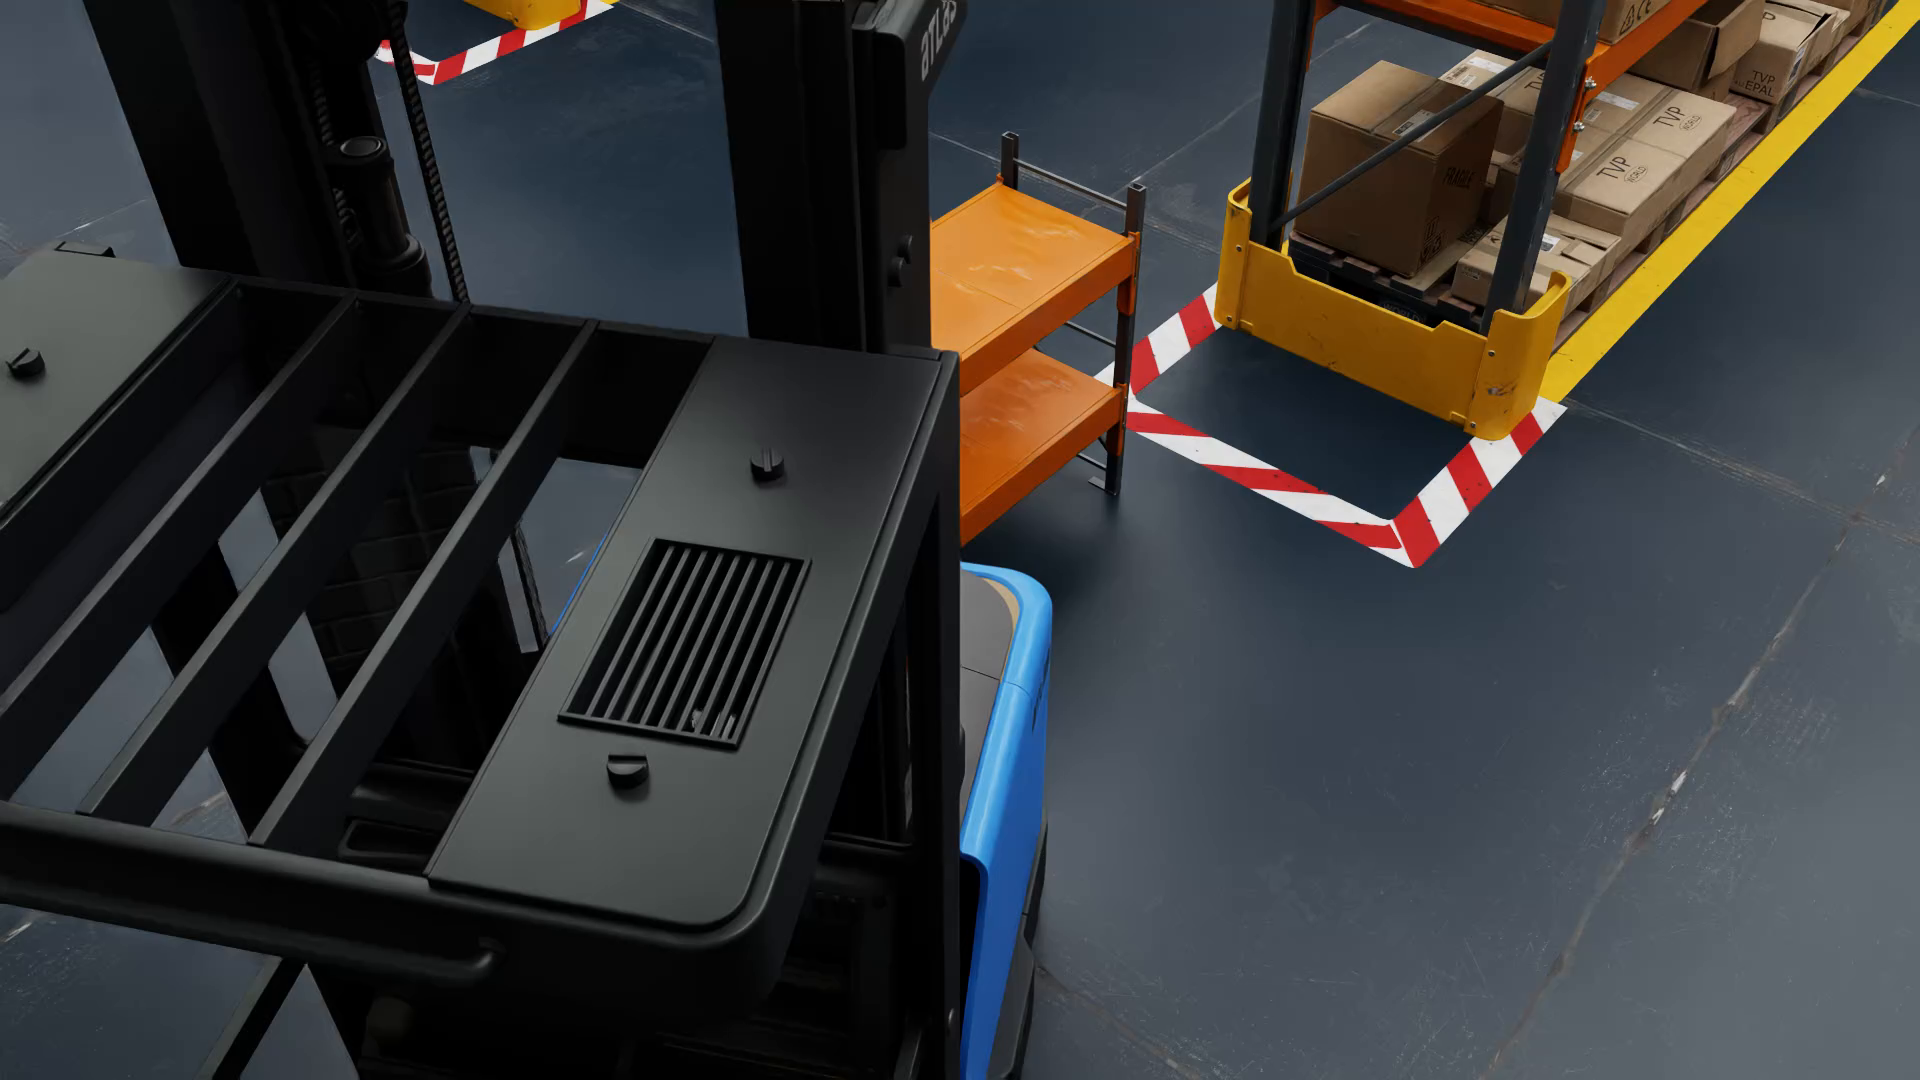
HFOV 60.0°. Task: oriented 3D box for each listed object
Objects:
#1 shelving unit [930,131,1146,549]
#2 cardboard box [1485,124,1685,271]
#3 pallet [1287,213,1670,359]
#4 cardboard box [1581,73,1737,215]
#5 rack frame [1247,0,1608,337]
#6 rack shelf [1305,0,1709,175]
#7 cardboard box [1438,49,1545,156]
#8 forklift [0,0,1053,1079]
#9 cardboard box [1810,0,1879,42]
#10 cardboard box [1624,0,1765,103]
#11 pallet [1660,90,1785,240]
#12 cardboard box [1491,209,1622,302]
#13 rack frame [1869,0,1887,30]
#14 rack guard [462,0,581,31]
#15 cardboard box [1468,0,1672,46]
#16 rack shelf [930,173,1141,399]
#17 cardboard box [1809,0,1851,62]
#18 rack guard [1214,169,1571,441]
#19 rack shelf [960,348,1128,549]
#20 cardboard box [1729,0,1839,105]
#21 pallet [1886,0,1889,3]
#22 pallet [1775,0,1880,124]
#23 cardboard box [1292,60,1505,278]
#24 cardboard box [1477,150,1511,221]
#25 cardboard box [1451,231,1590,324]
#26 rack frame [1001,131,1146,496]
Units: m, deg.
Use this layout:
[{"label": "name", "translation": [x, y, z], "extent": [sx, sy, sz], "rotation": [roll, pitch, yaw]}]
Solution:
[{"label": "shelving unit", "translation": [-0.004, -0.413, 4.868], "extent": [0.538, 1.125, 1.048], "rotation": [29, 50, 28]}, {"label": "cardboard box", "translation": [2.311, -1.289, 6.154], "extent": [0.500, 0.250, 0.500], "rotation": [29, 50, 28]}, {"label": "pallet", "translation": [1.983, -1.147, 6.355], "extent": [1.003, 0.211, 1.213], "rotation": [29, 50, 28]}, {"label": "cardboard box", "translation": [2.632, -1.546, 6.437], "extent": [0.500, 0.250, 0.500], "rotation": [29, 50, 28]}, {"label": "rack frame", "translation": [1.422, -1.729, 4.921], "extent": [1.000, 3.000, 0.127], "rotation": [29, 50, 28]}, {"label": "rack shelf", "translation": [2.709, -2.492, 6.296], "extent": [1.077, 0.370, 4.000], "rotation": [29, 50, 28]}, {"label": "cardboard box", "translation": [2.217, -1.737, 6.647], "extent": [0.500, 0.250, 0.500], "rotation": [29, 50, 28]}, {"label": "forklift", "translation": [-0.592, 0.685, 2.318], "extent": [1.130, 2.935, 3.031], "rotation": [8, 43, 9]}, {"label": "cardboard box", "translation": [3.846, -2.610, 7.422], "extent": [0.500, 0.500, 0.500], "rotation": [29, 50, 28]}, {"label": "cardboard box", "translation": [2.791, -2.058, 6.812], "extent": [0.797, 0.503, 0.637], "rotation": [29, 50, 28]}, {"label": "pallet", "translation": [2.768, -1.772, 7.042], "extent": [1.003, 0.211, 1.213], "rotation": [29, 50, 28]}, {"label": "cardboard box", "translation": [2.115, -1.039, 5.942], "extent": [0.380, 0.166, 0.250], "rotation": [29, 50, 28]}, {"label": "rack frame", "translation": [3.996, -3.788, 7.187], "extent": [1.000, 3.000, 0.127], "rotation": [29, 50, 28]}, {"label": "rack guard", "translation": [-2.373, -2.932, 8.103], "extent": [1.175, 0.500, 0.348], "rotation": [29, 50, 28]}, {"label": "cardboard box", "translation": [1.909, -1.880, 5.013], "extent": [0.500, 0.500, 0.500], "rotation": [31, 50, 29]}, {"label": "rack shelf", "translation": [-0.004, -0.629, 4.671], "extent": [0.538, 0.278, 1.000], "rotation": [29, 50, 28]}, {"label": "cardboard box", "translation": [3.651, -2.261, 7.299], "extent": [0.380, 0.149, 0.250], "rotation": [29, 50, 28]}, {"label": "rack guard", "translation": [1.471, -0.843, 5.805], "extent": [1.175, 0.500, 0.348], "rotation": [29, 50, 28]}, {"label": "rack shelf", "translation": [-0.004, -0.232, 5.032], "extent": [0.538, 0.278, 1.000], "rotation": [29, 50, 28]}, {"label": "cardboard box", "translation": [3.364, -2.154, 7.061], "extent": [0.500, 0.311, 0.500], "rotation": [29, 50, 28]}, {"label": "pallet", "translation": [4.491, -3.192, 8.603], "extent": [1.003, 0.211, 1.213], "rotation": [29, 50, 28]}, {"label": "pallet", "translation": [3.553, -2.403, 7.736], "extent": [1.003, 0.211, 1.213], "rotation": [29, 50, 28]}, {"label": "cardboard box", "translation": [1.583, -1.353, 6.039], "extent": [0.500, 0.500, 0.500], "rotation": [29, 50, 28]}, {"label": "cardboard box", "translation": [1.913, -1.399, 6.338], "extent": [0.380, 0.166, 0.250], "rotation": [29, 50, 28]}, {"label": "cardboard box", "translation": [1.954, -0.903, 5.806], "extent": [0.380, 0.149, 0.250], "rotation": [29, 50, 28]}, {"label": "rack frame", "translation": [0.323, -0.674, 5.156], "extent": [0.500, 1.125, 0.032], "rotation": [29, 50, 28]}]
